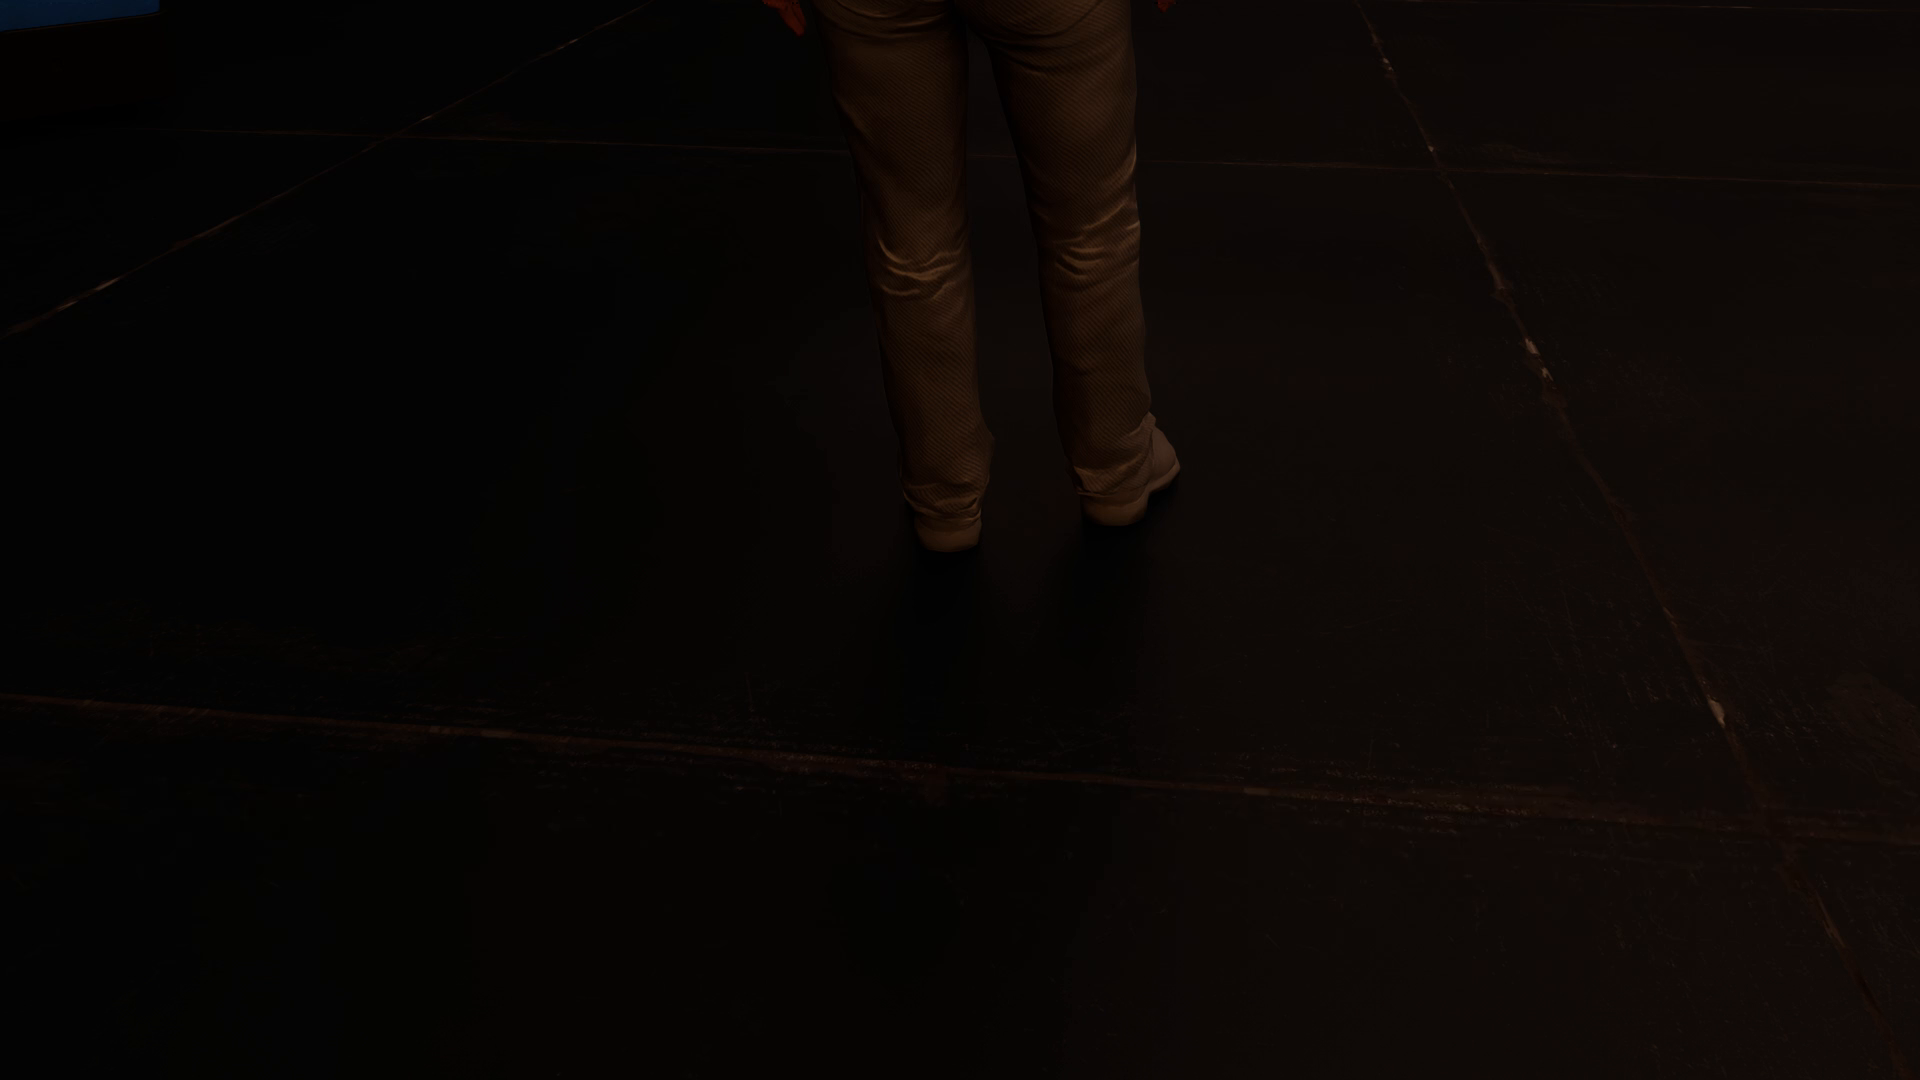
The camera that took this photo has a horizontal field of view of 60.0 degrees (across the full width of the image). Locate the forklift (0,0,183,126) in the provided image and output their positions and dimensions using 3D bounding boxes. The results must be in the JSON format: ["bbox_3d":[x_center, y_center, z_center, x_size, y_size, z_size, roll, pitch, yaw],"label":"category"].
[{"bbox_3d":[-3.789,-2.906,5.041,3.031,2.935,1.130,23,35,38],"label":"forklift"}]

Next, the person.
[{"bbox_3d":[0.016,-0.828,2.156,0.633,1.775,0.566,3,27,7],"label":"person"}]
